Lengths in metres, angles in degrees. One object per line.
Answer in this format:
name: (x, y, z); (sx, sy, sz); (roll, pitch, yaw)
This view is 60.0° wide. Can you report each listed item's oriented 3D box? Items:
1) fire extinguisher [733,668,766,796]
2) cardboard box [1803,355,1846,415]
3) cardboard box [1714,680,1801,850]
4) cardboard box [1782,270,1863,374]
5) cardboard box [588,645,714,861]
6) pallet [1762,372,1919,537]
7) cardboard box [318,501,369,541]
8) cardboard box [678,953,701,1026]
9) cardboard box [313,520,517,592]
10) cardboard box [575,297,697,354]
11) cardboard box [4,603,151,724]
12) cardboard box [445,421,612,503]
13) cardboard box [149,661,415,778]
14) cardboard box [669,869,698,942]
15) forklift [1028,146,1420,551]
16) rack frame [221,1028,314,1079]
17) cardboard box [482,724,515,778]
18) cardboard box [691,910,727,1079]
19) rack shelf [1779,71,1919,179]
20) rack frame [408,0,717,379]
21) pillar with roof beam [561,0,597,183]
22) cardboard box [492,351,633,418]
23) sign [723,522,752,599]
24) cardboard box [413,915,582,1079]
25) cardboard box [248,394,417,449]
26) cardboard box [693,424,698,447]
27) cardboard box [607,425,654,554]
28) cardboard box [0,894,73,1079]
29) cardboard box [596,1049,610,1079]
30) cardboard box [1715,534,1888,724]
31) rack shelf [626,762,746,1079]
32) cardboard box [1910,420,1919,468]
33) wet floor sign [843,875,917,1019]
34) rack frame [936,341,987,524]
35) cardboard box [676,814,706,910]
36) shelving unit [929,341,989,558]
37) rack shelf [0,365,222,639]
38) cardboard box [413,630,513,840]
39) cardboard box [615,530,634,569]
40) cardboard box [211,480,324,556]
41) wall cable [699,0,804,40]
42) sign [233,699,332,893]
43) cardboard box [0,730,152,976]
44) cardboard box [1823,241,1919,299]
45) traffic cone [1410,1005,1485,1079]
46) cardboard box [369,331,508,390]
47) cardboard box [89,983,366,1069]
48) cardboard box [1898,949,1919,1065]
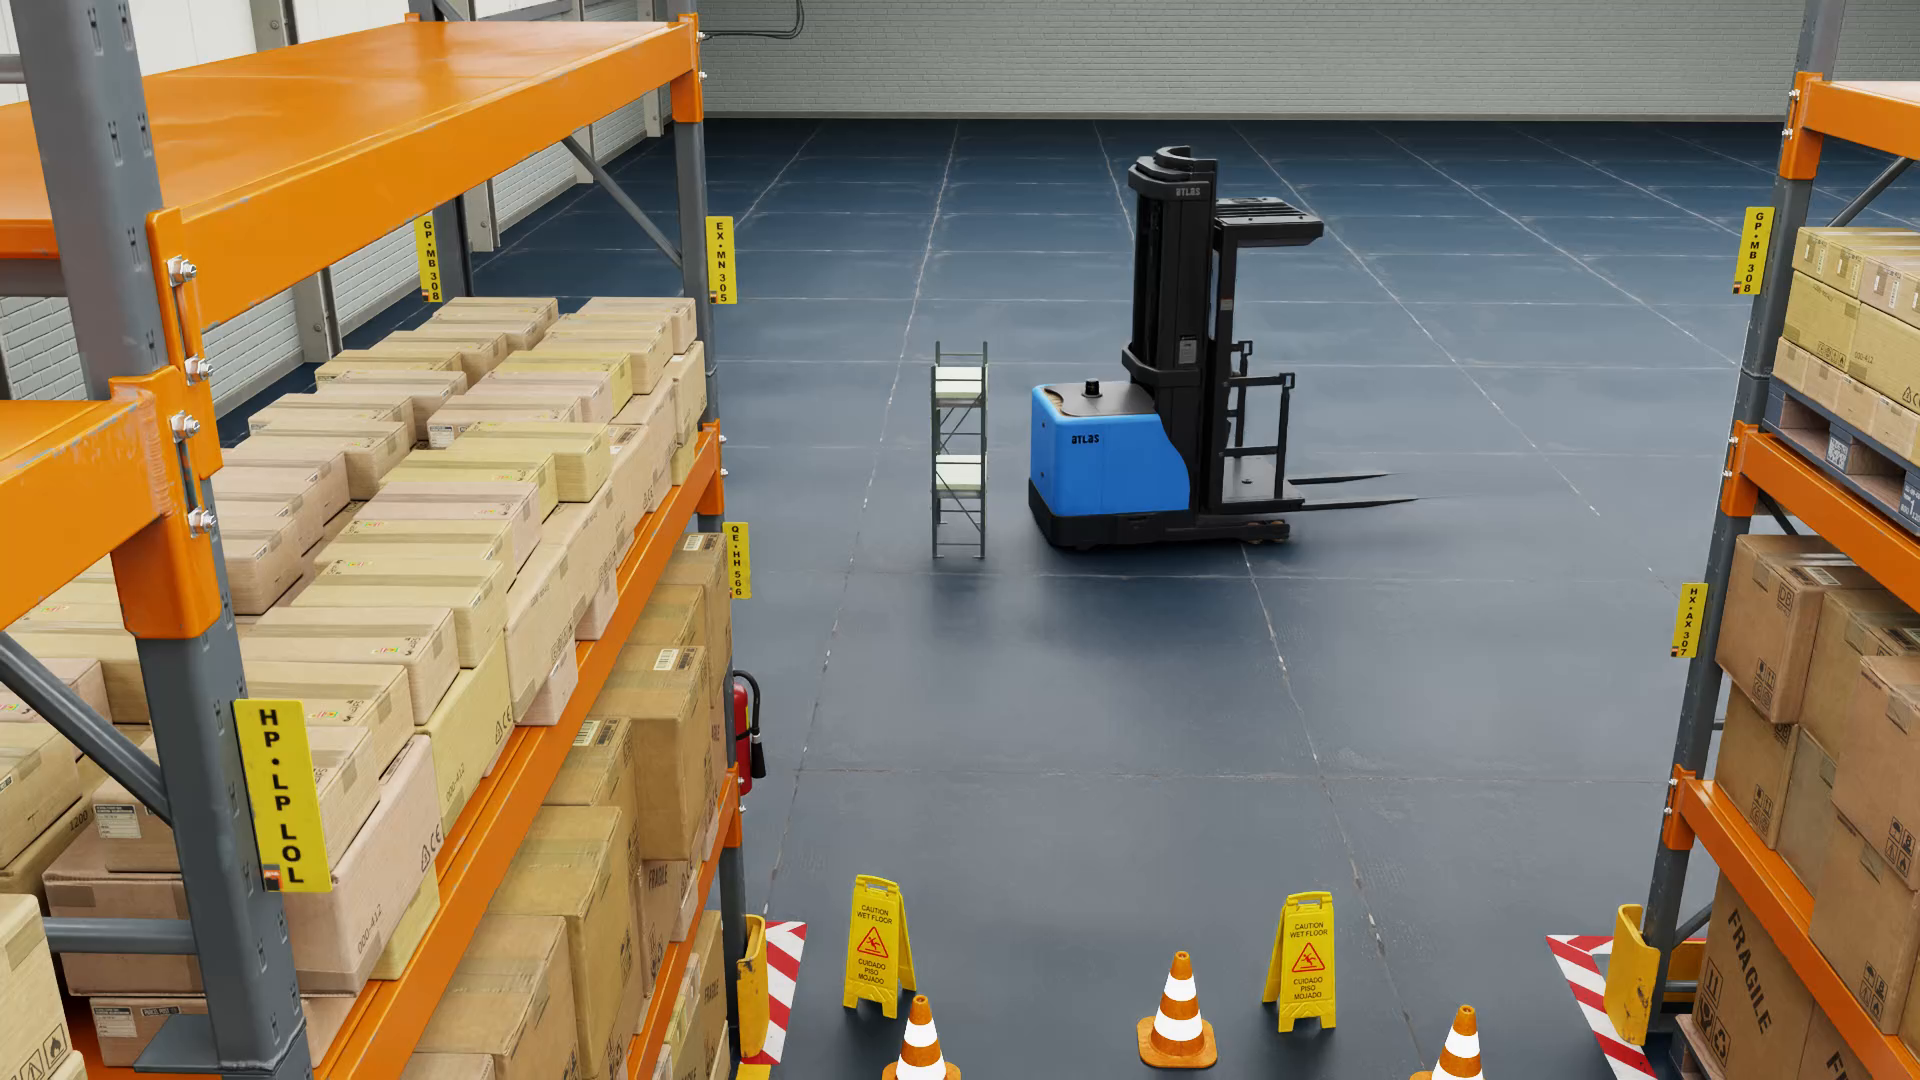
fire extinguisher: (-0.979, 0.757, 7.038); (0.296, 0.674, 0.183); (1, 21, 2)
cardboard box: (3.170, -0.536, 5.745); (0.380, 0.149, 0.250); (1, 21, 2)
cardboard box: (3.542, 0.840, 6.510); (0.875, 0.550, 0.550); (1, 21, 2)
cardboard box: (3.237, -0.763, 5.779); (0.500, 0.250, 0.500); (1, 21, 2)
cardboard box: (-1.176, 0.661, 5.246); (0.700, 0.500, 0.500); (0, 21, 1)
pallet: (3.496, -0.314, 5.666); (1.003, 0.211, 1.213); (1, 21, 2)
cardboard box: (-1.776, 0.023, 4.472); (0.500, 0.250, 0.500); (1, 21, 3)
cardboard box: (-1.150, 1.617, 6.001); (0.380, 0.149, 0.250); (1, 21, 3)
cardboard box: (-1.241, 0.066, 3.812); (0.380, 0.149, 0.250); (0, 21, 0)
cardboard box: (-1.158, -0.770, 5.966); (0.380, 0.149, 0.250); (1, 21, 2)
cardboard box: (-1.744, 0.246, 3.348); (0.380, 0.149, 0.250); (1, 21, 3)
cardboard box: (-1.171, -0.215, 4.536); (0.380, 0.149, 0.250); (1, 21, 3)
cardboard box: (-1.250, 0.346, 3.089); (0.380, 0.149, 0.250); (1, 21, 3)
cardboard box: (-1.144, 1.291, 5.903); (0.380, 0.149, 0.250); (1, 21, 3)
forklift: (2.122, -1.520, 12.895); (3.031, 2.935, 1.130); (-3, 21, -9)
rack frame: (-1.564, 2.204, 3.203); (1.000, 3.000, 0.127); (1, 21, 2)
cardboard box: (-1.282, 0.441, 3.947); (0.380, 0.149, 0.250); (0, 21, 0)
cardboard box: (-1.206, 1.786, 6.462); (0.500, 0.500, 0.500); (1, 21, 2)
rack shelf: (3.447, -0.777, 4.138); (1.077, 0.370, 4.000); (1, 21, 2)
rack frame: (-1.443, -2.040, 5.845); (1.000, 3.000, 0.127); (1, 21, 2)
pillar with roof beam: (-2.293, -10.481, 27.602); (9.100, 9.000, 0.400); (1, 21, 2)
cardboard box: (-1.253, -0.494, 5.253); (0.380, 0.149, 0.250); (1, 21, 2)
sign: (-0.889, 0.083, 6.630); (0.100, 0.325, 0.005); (1, 21, 2)
cardboard box: (-1.297, 1.211, 3.830); (0.700, 0.500, 0.500); (1, 21, 2)
cardboard box: (-1.802, -0.314, 4.791); (0.380, 0.149, 0.250); (1, 21, 3)
cardboard box: (-1.174, -0.392, 6.093); (0.380, 0.149, 0.250); (1, 21, 2)
cardboard box: (-1.216, -0.152, 4.925); (0.500, 0.250, 0.500); (1, 21, 3)
cardboard box: (-1.455, 0.657, 1.978); (0.500, 0.250, 0.500); (1, 21, 3)
cardboard box: (-1.252, 1.499, 4.469); (0.500, 0.500, 0.500); (0, 21, 1)
cardboard box: (3.458, 0.336, 6.317); (0.875, 0.550, 0.550); (1, 21, 2)
rack shelf: (-1.504, 1.816, 5.197); (1.077, 0.370, 4.000); (1, 21, 2)
cardboard box: (3.147, -0.263, 5.042); (0.380, 0.149, 0.250); (1, 21, 2)
wet floor sign: (-0.367, 1.798, 7.503); (0.267, 0.644, 0.232); (8, 23, 20)
rack frame: (0.011, -0.834, 13.105); (0.400, 1.500, 0.023); (1, 21, 2)
cardboard box: (-1.204, 0.952, 5.879); (0.500, 0.500, 0.500); (1, 21, 2)
shelving unit: (0.000, -0.702, 12.764); (0.431, 1.500, 0.755); (1, 21, 2)
rack shelf: (-1.625, 0.652, 0.457); (1.077, 0.370, 4.000); (1, 21, 2)
cardboard box: (-1.271, 0.394, 3.517); (0.500, 0.250, 0.500); (0, 21, 1)
cardboard box: (-1.225, -0.024, 5.146); (0.380, 0.149, 0.250); (0, 21, 1)
cardboard box: (-1.801, -0.036, 4.074); (0.380, 0.149, 0.250); (1, 21, 2)
wall cable: (-5.002, -12.301, 36.584); (3.097, 2.526, 0.112); (1, 21, 2)
sign: (-1.010, 0.385, 2.483); (0.100, 0.325, 0.005); (1, 21, 2)
cardboard box: (-1.820, 0.573, 3.054); (0.500, 0.250, 0.500); (0, 21, 1)
cardboard box: (3.171, -0.912, 5.613); (0.380, 0.149, 0.250); (1, 21, 2)
traffic cone: (2.073, 2.134, 6.889); (0.336, 0.463, 0.334); (1, 21, 2)
cardboard box: (-1.718, -0.589, 5.497); (0.380, 0.149, 0.250); (1, 21, 2)
cardboard box: (-1.307, 0.811, 2.992); (0.380, 0.149, 0.250); (0, 21, 1)
cardboard box: (3.430, 1.432, 4.984); (0.875, 0.550, 0.500); (1, 21, 2)
